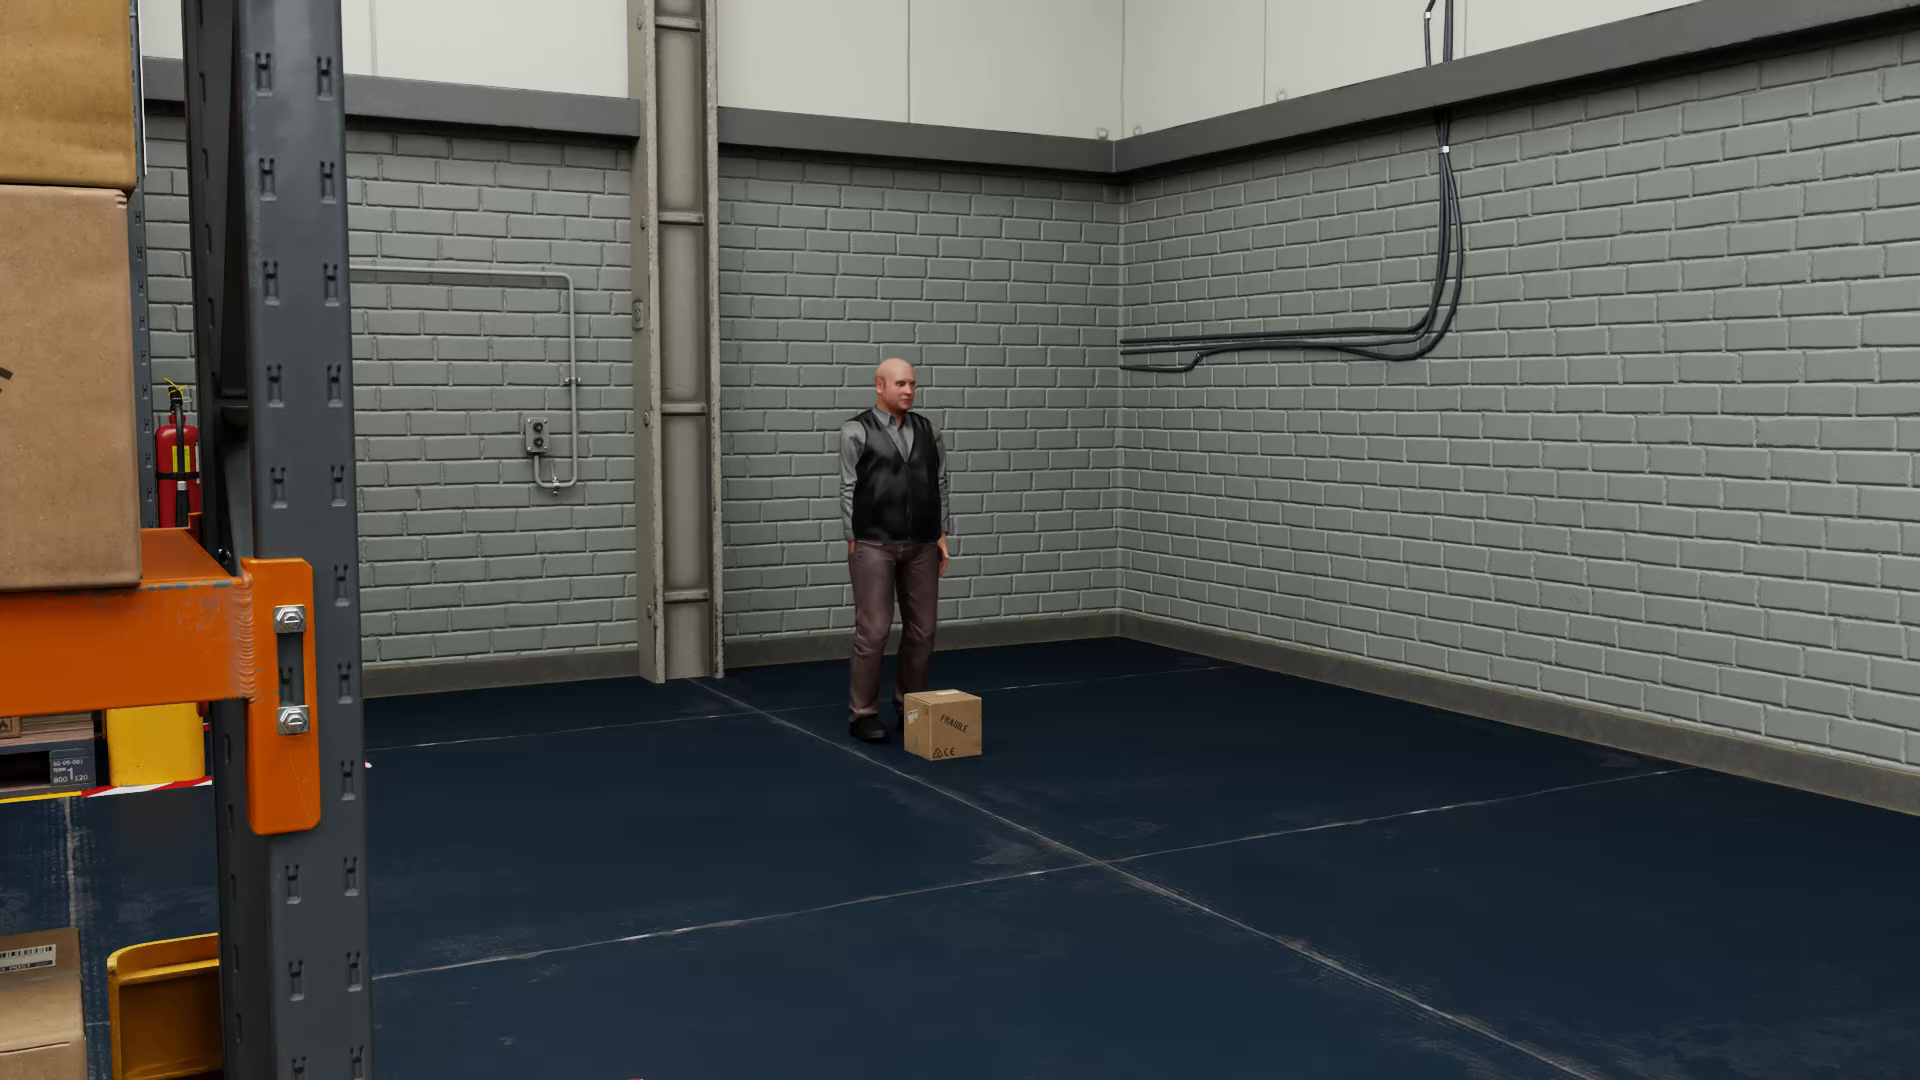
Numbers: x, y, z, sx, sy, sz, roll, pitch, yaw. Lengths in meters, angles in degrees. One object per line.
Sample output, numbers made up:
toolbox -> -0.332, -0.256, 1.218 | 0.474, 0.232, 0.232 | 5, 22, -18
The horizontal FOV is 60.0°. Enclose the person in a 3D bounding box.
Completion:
person -> -0.283, 0.036, 7.533 | 0.533, 1.716, 0.360 | -3, 6, -28
